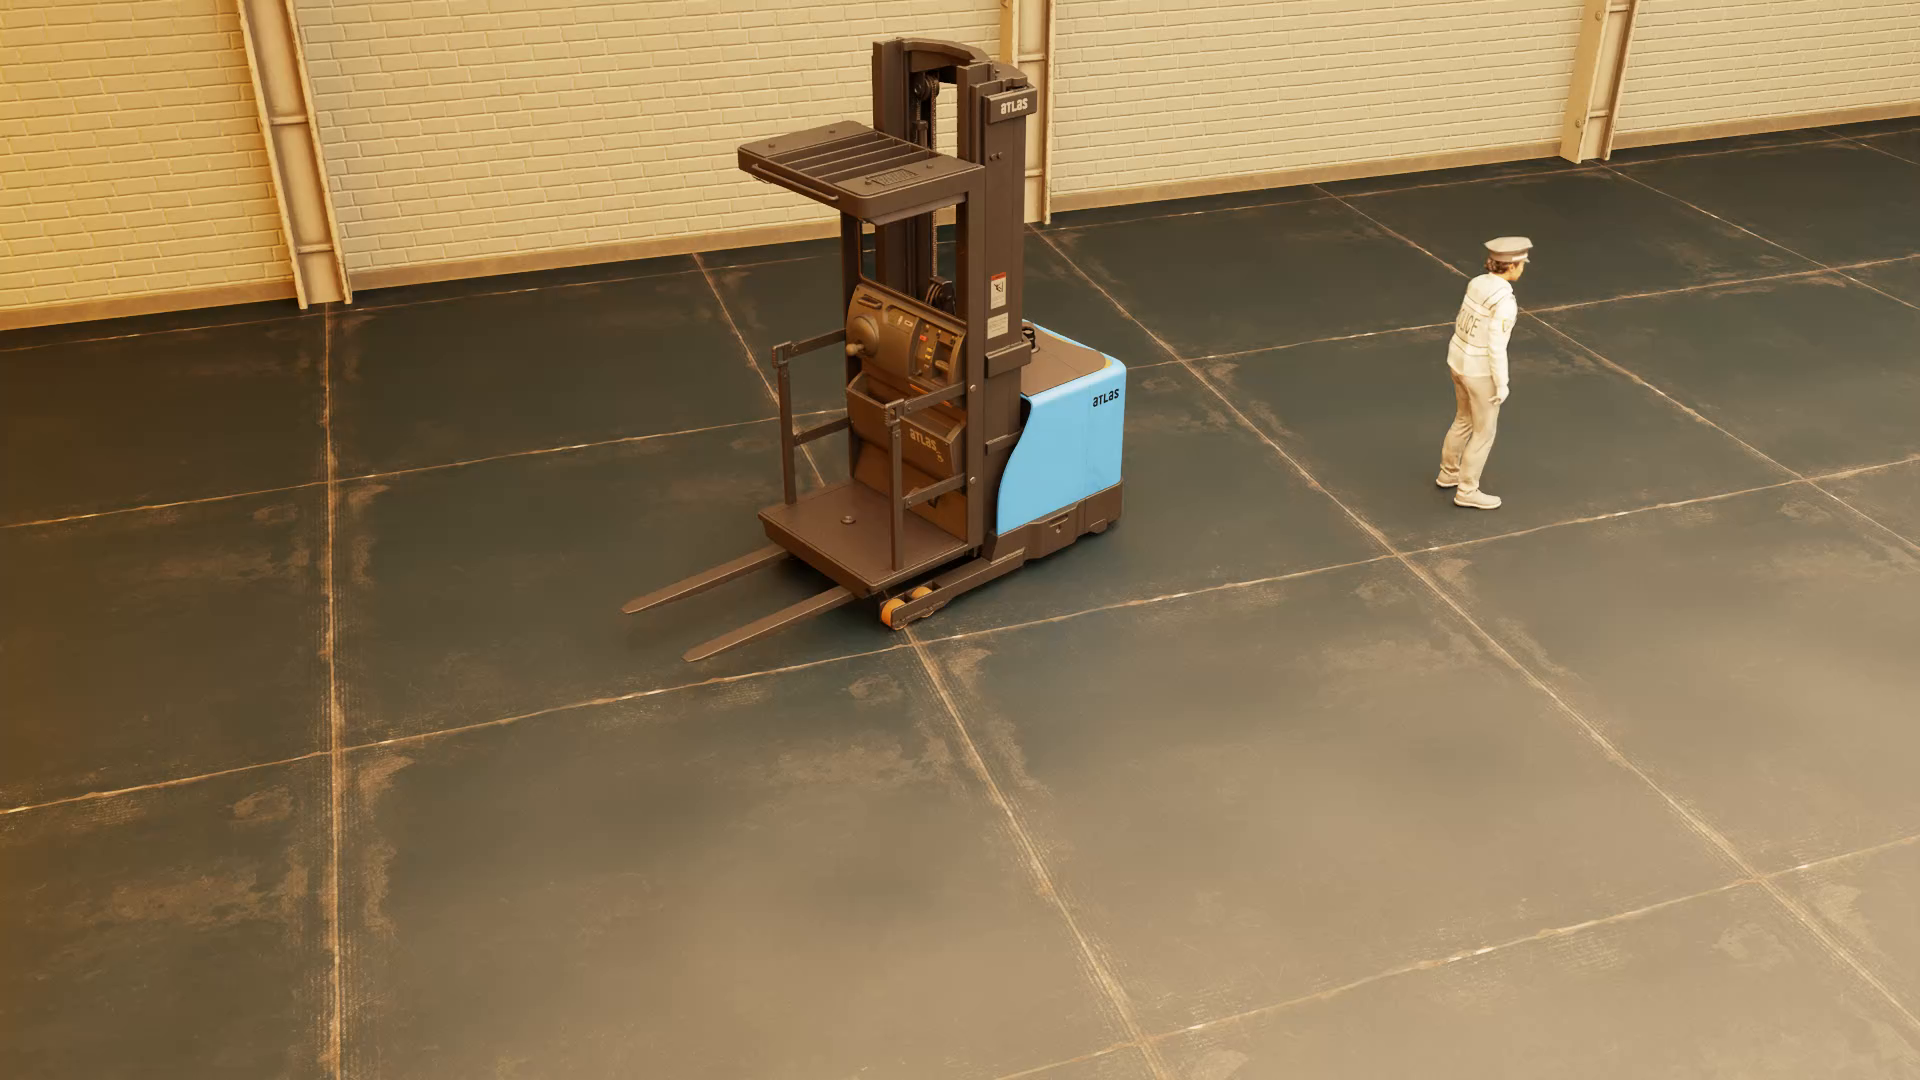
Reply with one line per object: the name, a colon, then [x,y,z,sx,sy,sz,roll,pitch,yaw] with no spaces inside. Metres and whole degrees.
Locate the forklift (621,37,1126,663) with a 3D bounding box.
forklift: [-0.461,-1.072,8.951,3.031,2.935,1.130,-23,37,-34]

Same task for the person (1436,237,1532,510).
person: [3.180,-1.028,10.147,0.376,1.664,0.529,-5,30,-8]
